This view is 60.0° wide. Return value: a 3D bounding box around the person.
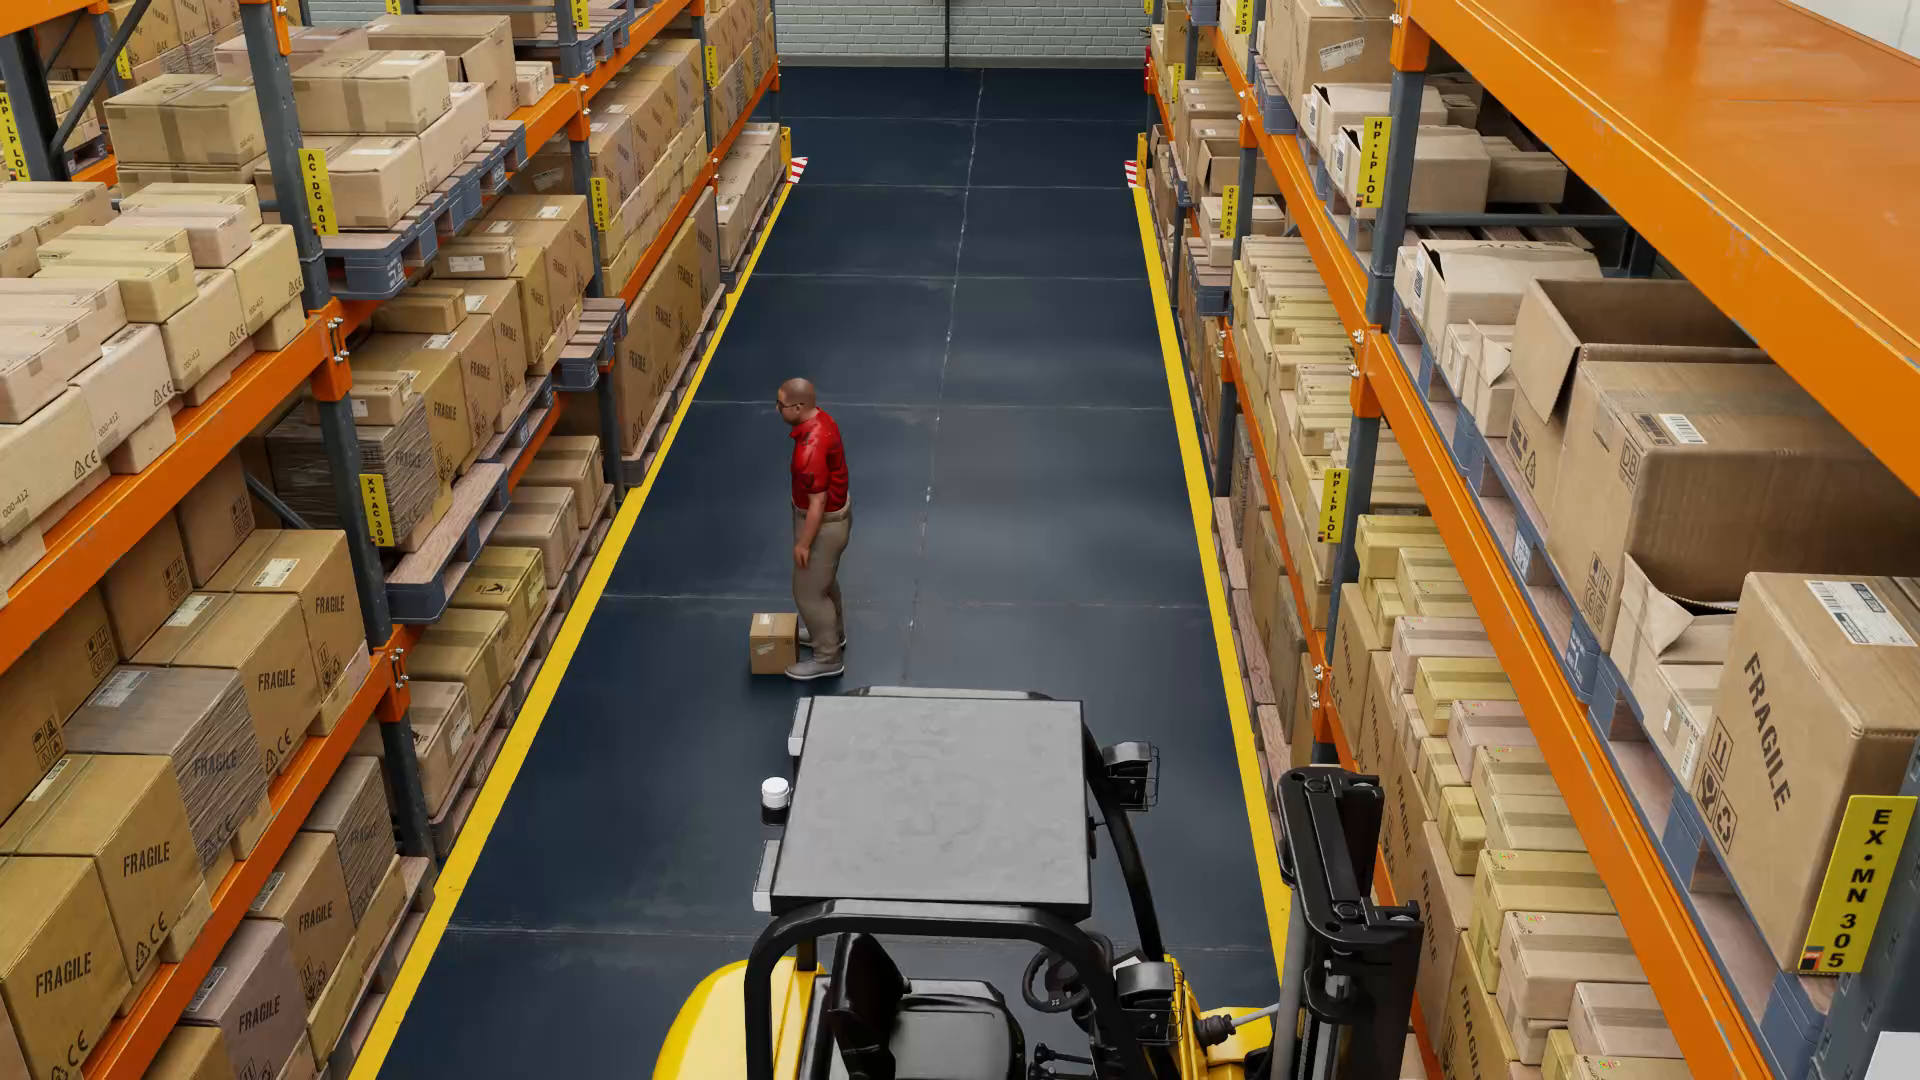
[{"bbox_3d":[-0.788,-0.077,9.015,0.394,1.727,0.587,1,28,2],"label":"person"}]
